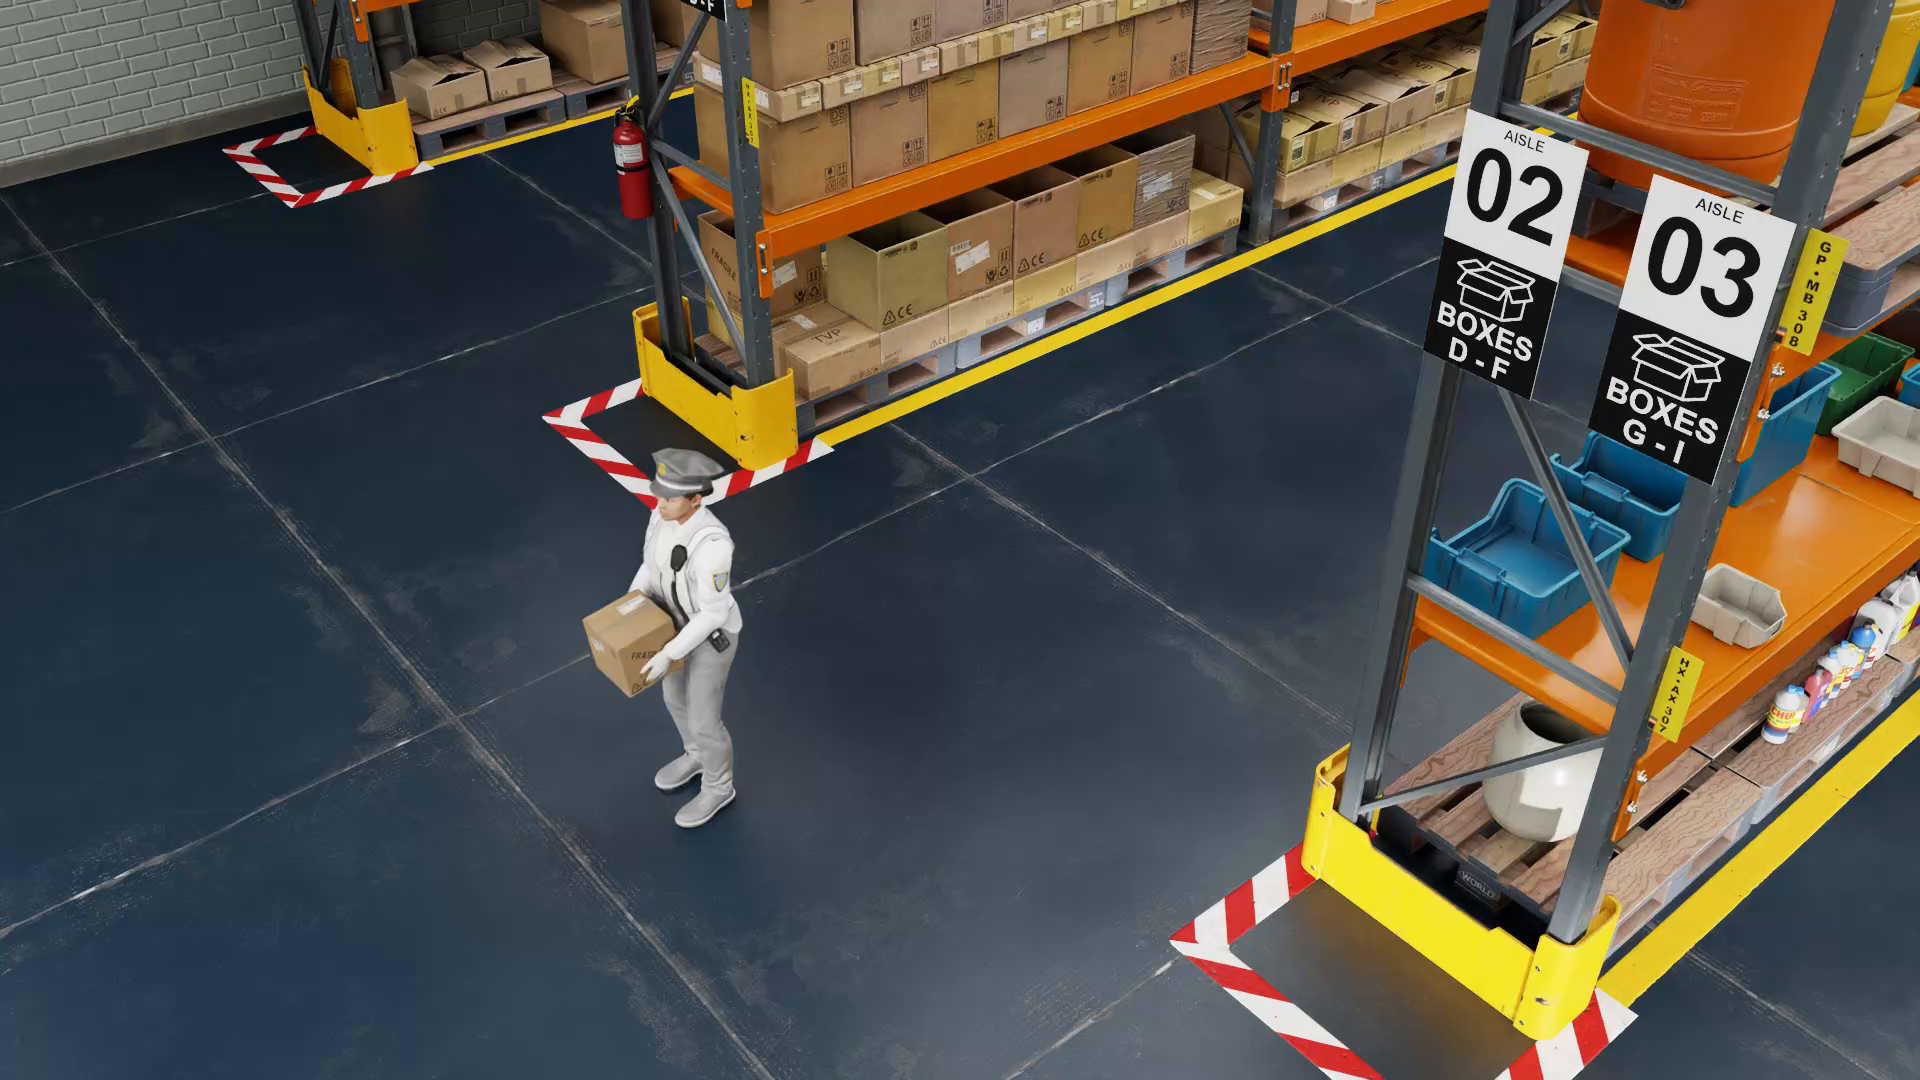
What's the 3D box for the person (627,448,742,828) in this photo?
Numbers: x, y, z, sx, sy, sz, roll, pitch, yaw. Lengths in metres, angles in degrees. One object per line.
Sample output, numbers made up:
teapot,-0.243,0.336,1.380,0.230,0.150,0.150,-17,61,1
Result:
person,-1.100,0.396,6.507,0.489,1.692,0.489,-27,44,-32
